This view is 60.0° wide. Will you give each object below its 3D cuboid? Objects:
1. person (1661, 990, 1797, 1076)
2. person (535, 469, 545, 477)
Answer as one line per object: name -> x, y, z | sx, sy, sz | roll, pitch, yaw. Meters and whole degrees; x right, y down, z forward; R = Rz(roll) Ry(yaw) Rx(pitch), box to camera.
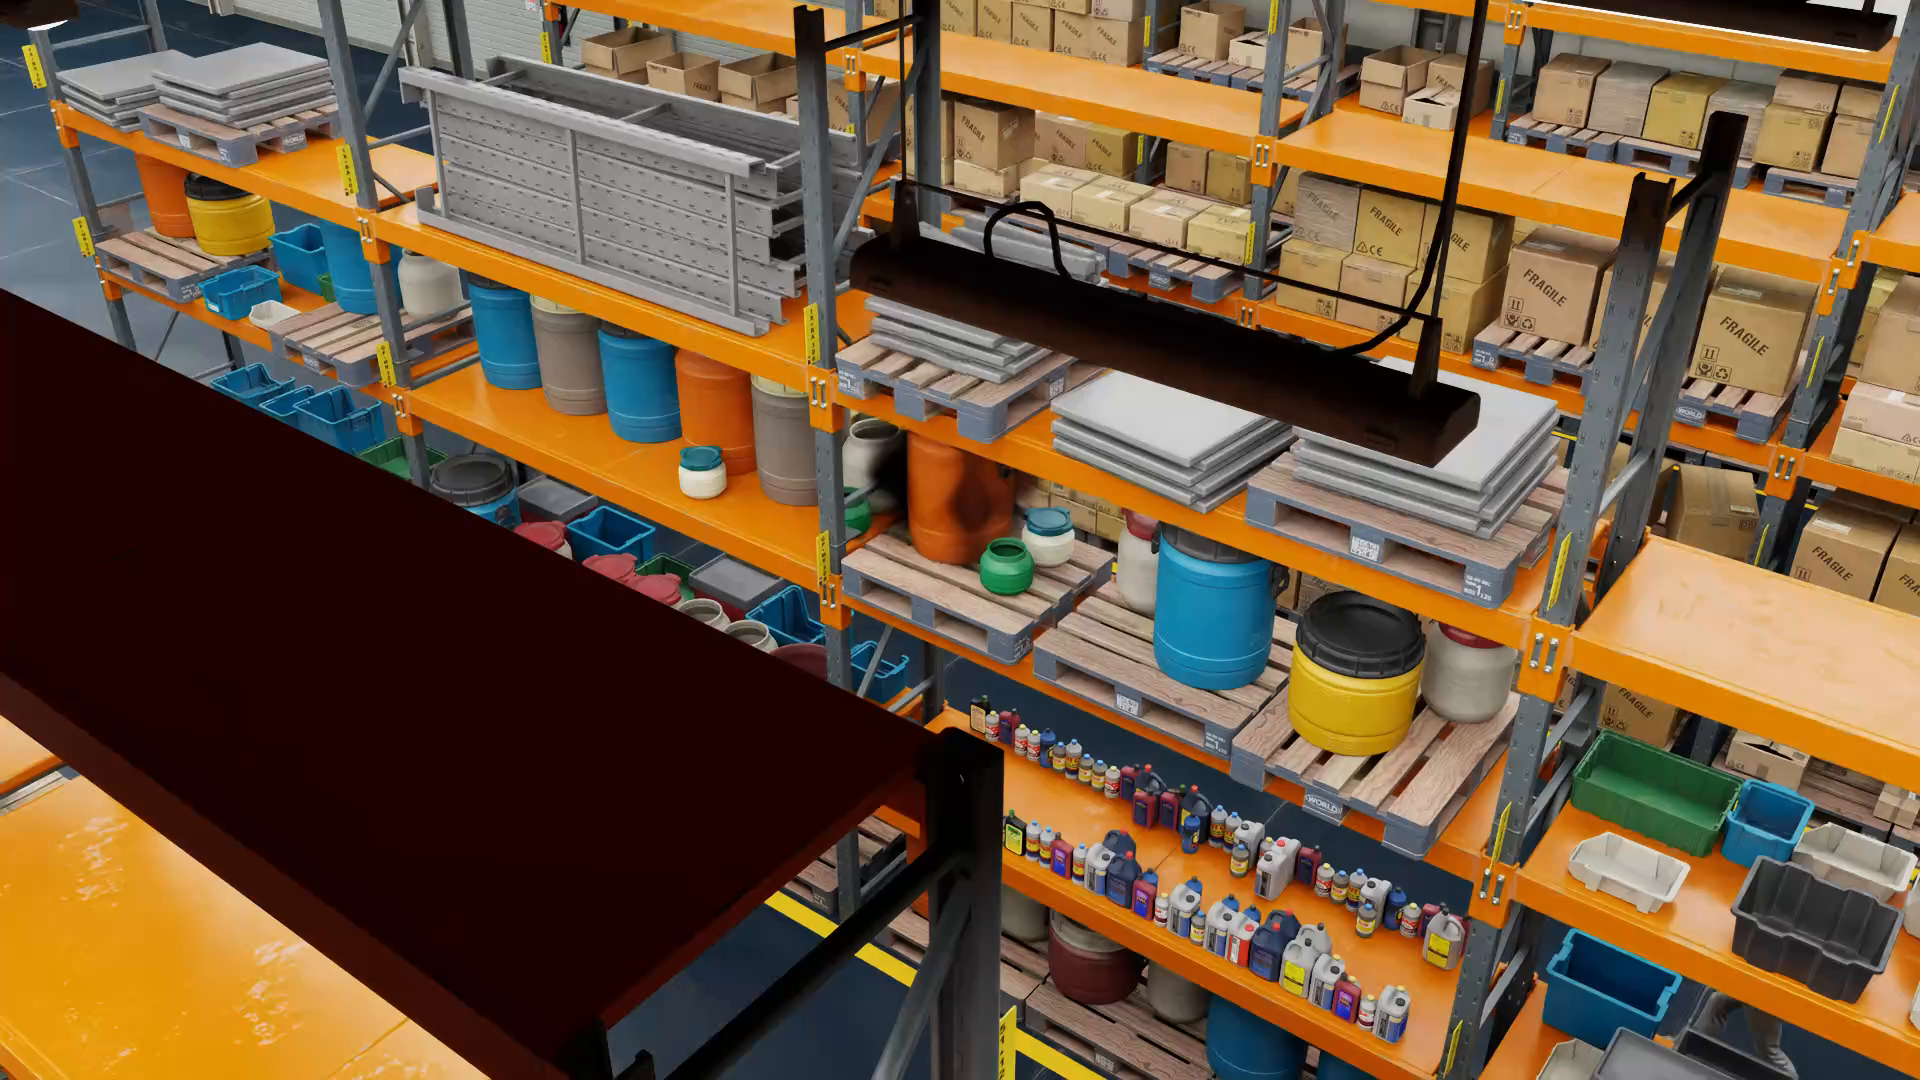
person -> 4.602, 2.554, 9.549 | 0.908, 1.700, 0.583 | 22, 38, 32
person -> -3.878, -1.160, 15.468 | 0.581, 1.757, 0.543 | -11, 33, -17
